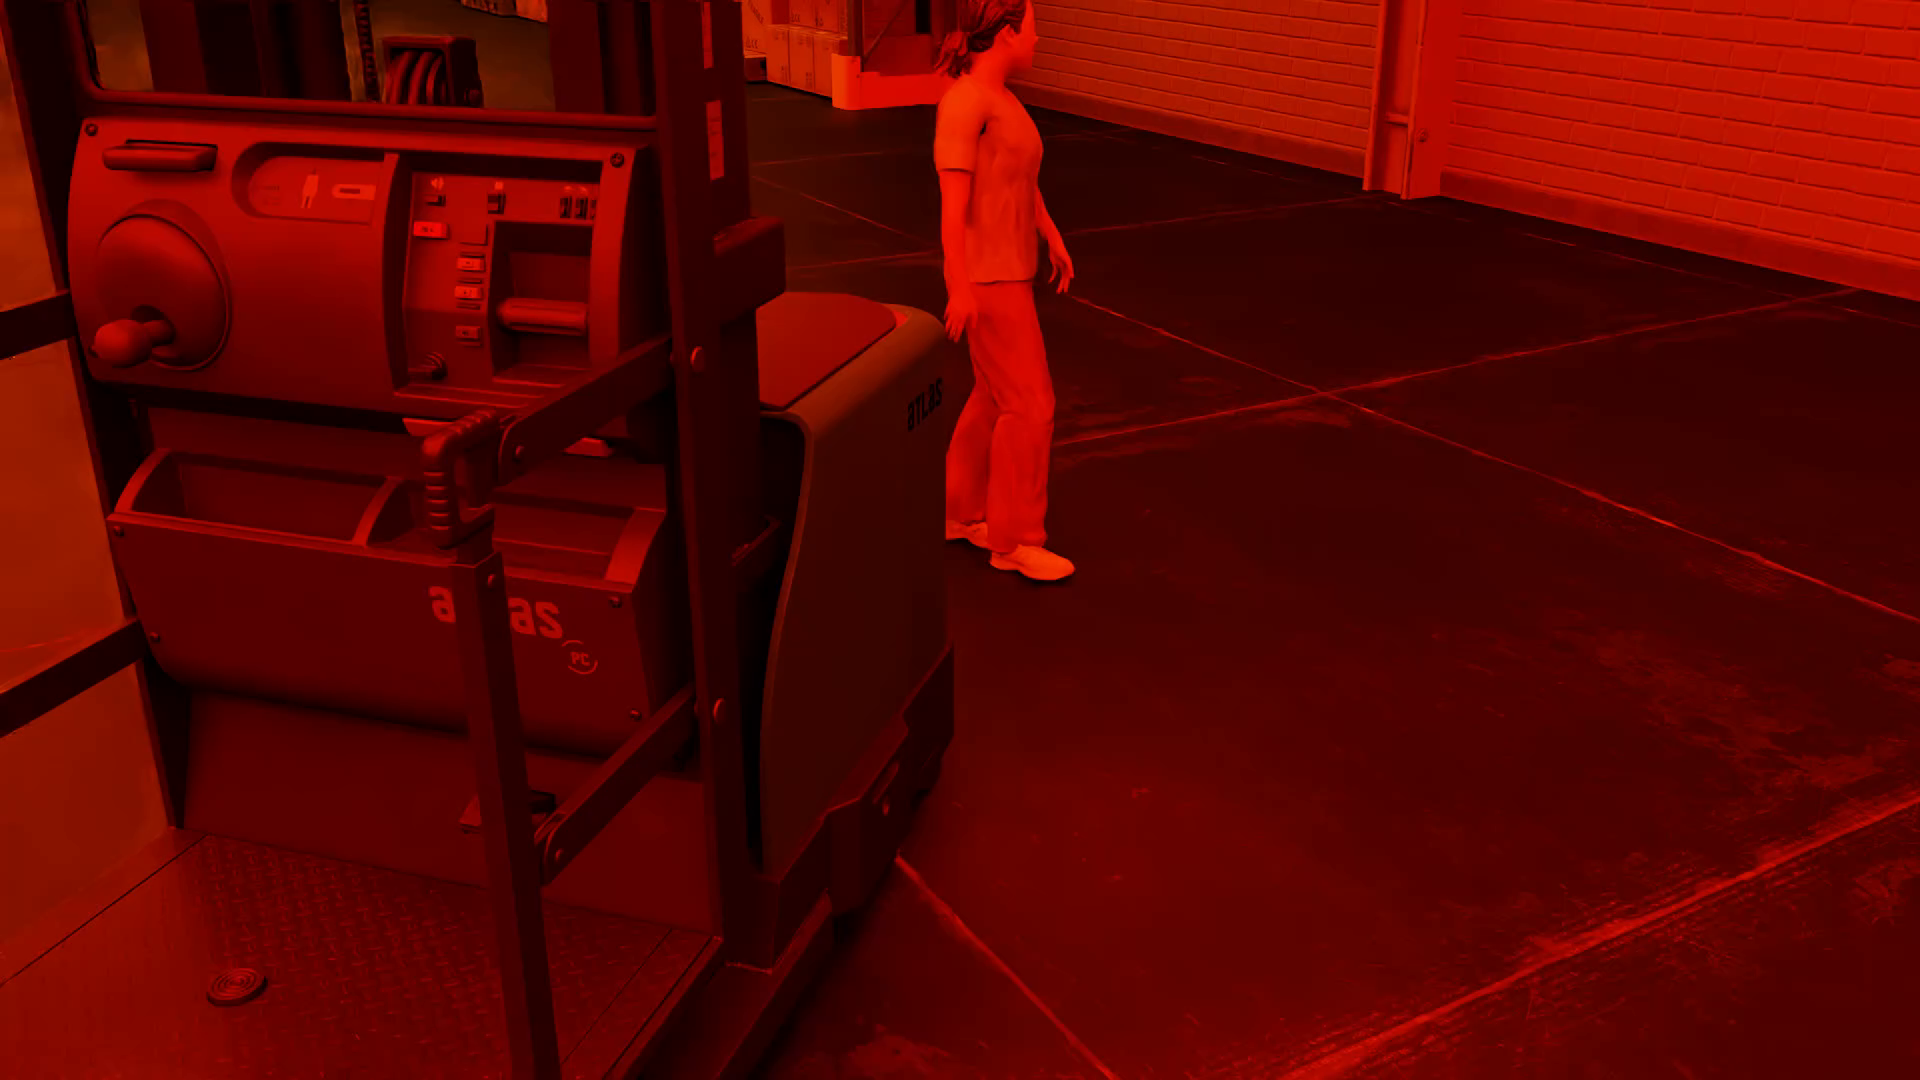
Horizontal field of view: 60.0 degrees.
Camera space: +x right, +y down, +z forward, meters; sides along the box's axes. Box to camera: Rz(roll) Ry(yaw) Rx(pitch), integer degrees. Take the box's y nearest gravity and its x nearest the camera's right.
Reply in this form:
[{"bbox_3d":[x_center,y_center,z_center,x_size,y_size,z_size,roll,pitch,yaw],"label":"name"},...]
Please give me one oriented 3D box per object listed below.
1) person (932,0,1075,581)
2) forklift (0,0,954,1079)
[{"bbox_3d":[0.140,-0.748,4.789,0.488,1.655,0.616,4,23,10],"label":"person"},{"bbox_3d":[-0.952,-0.380,2.198,1.130,2.935,3.031,7,23,16],"label":"forklift"}]
